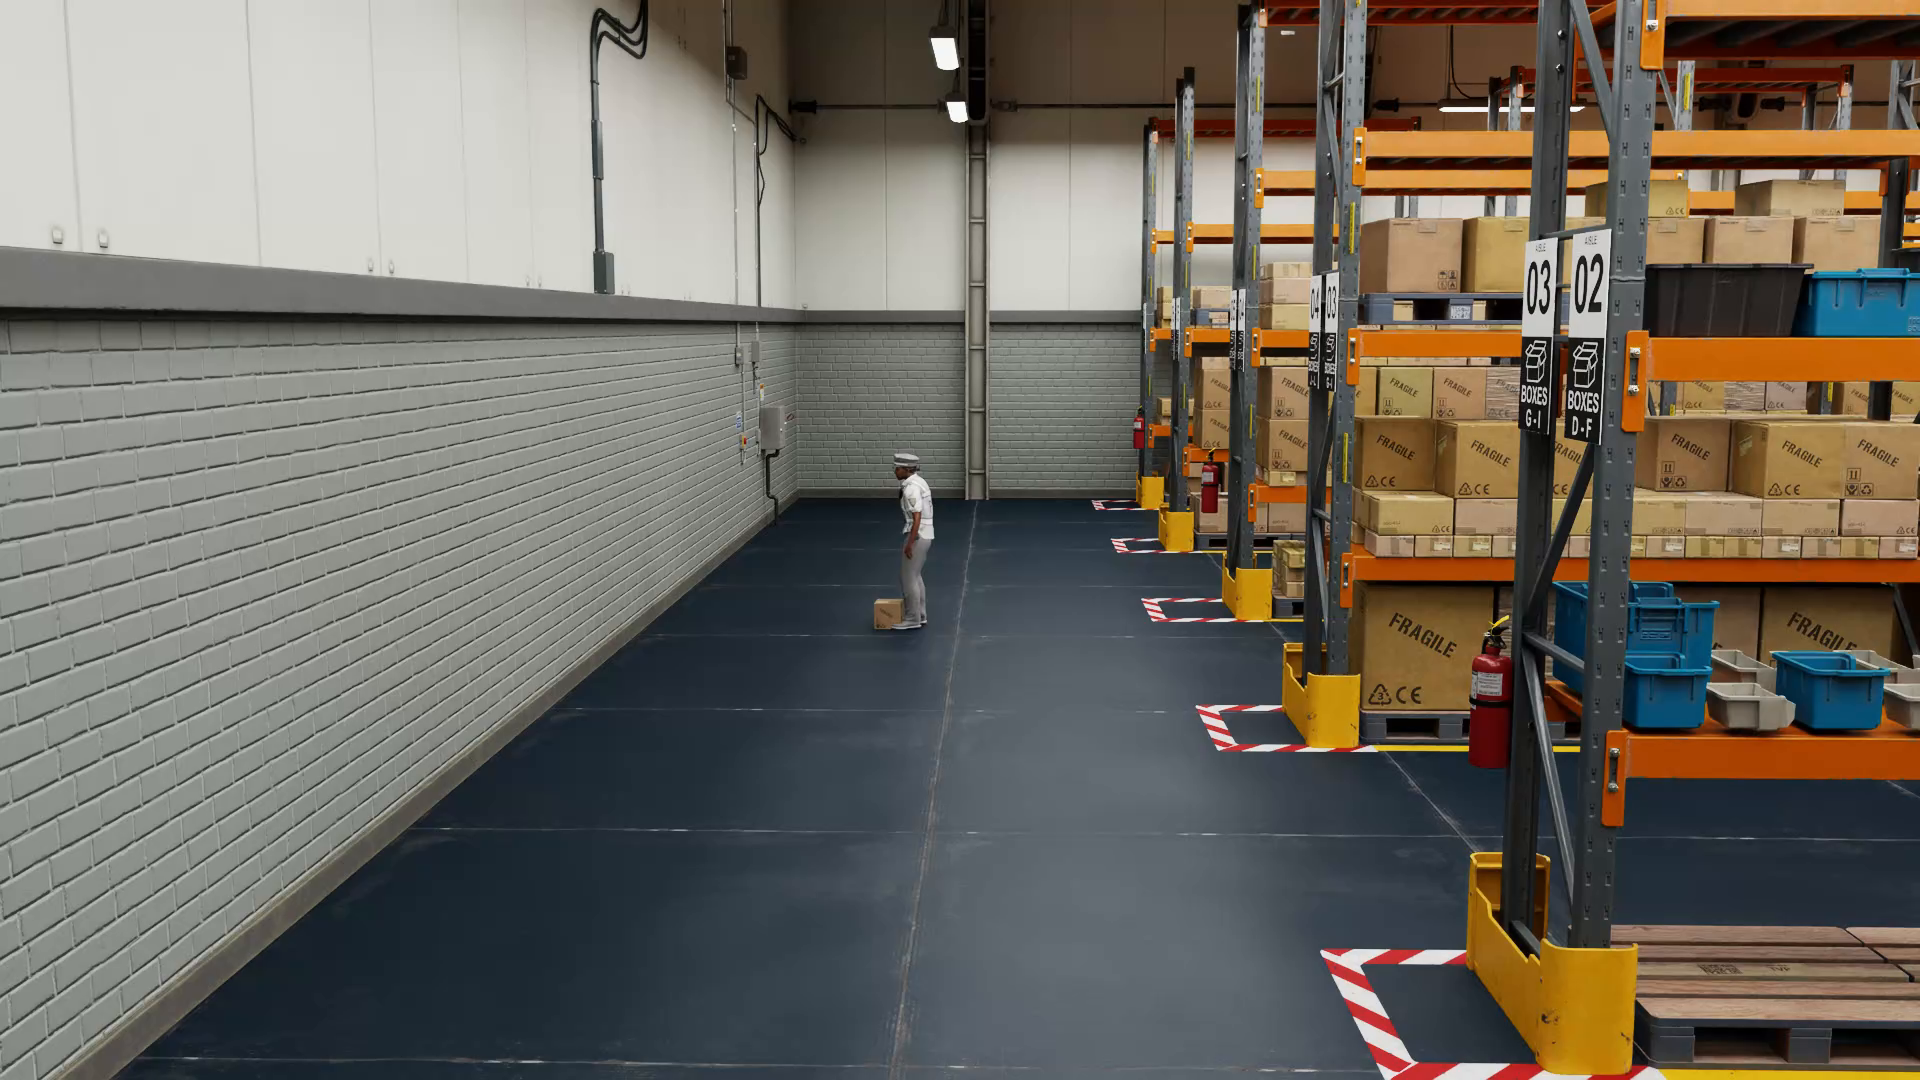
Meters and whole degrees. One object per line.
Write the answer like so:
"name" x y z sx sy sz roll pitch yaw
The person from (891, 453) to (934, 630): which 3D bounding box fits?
"person" -0.452 0.008 15.727 0.416 1.657 0.511 0 7 1
